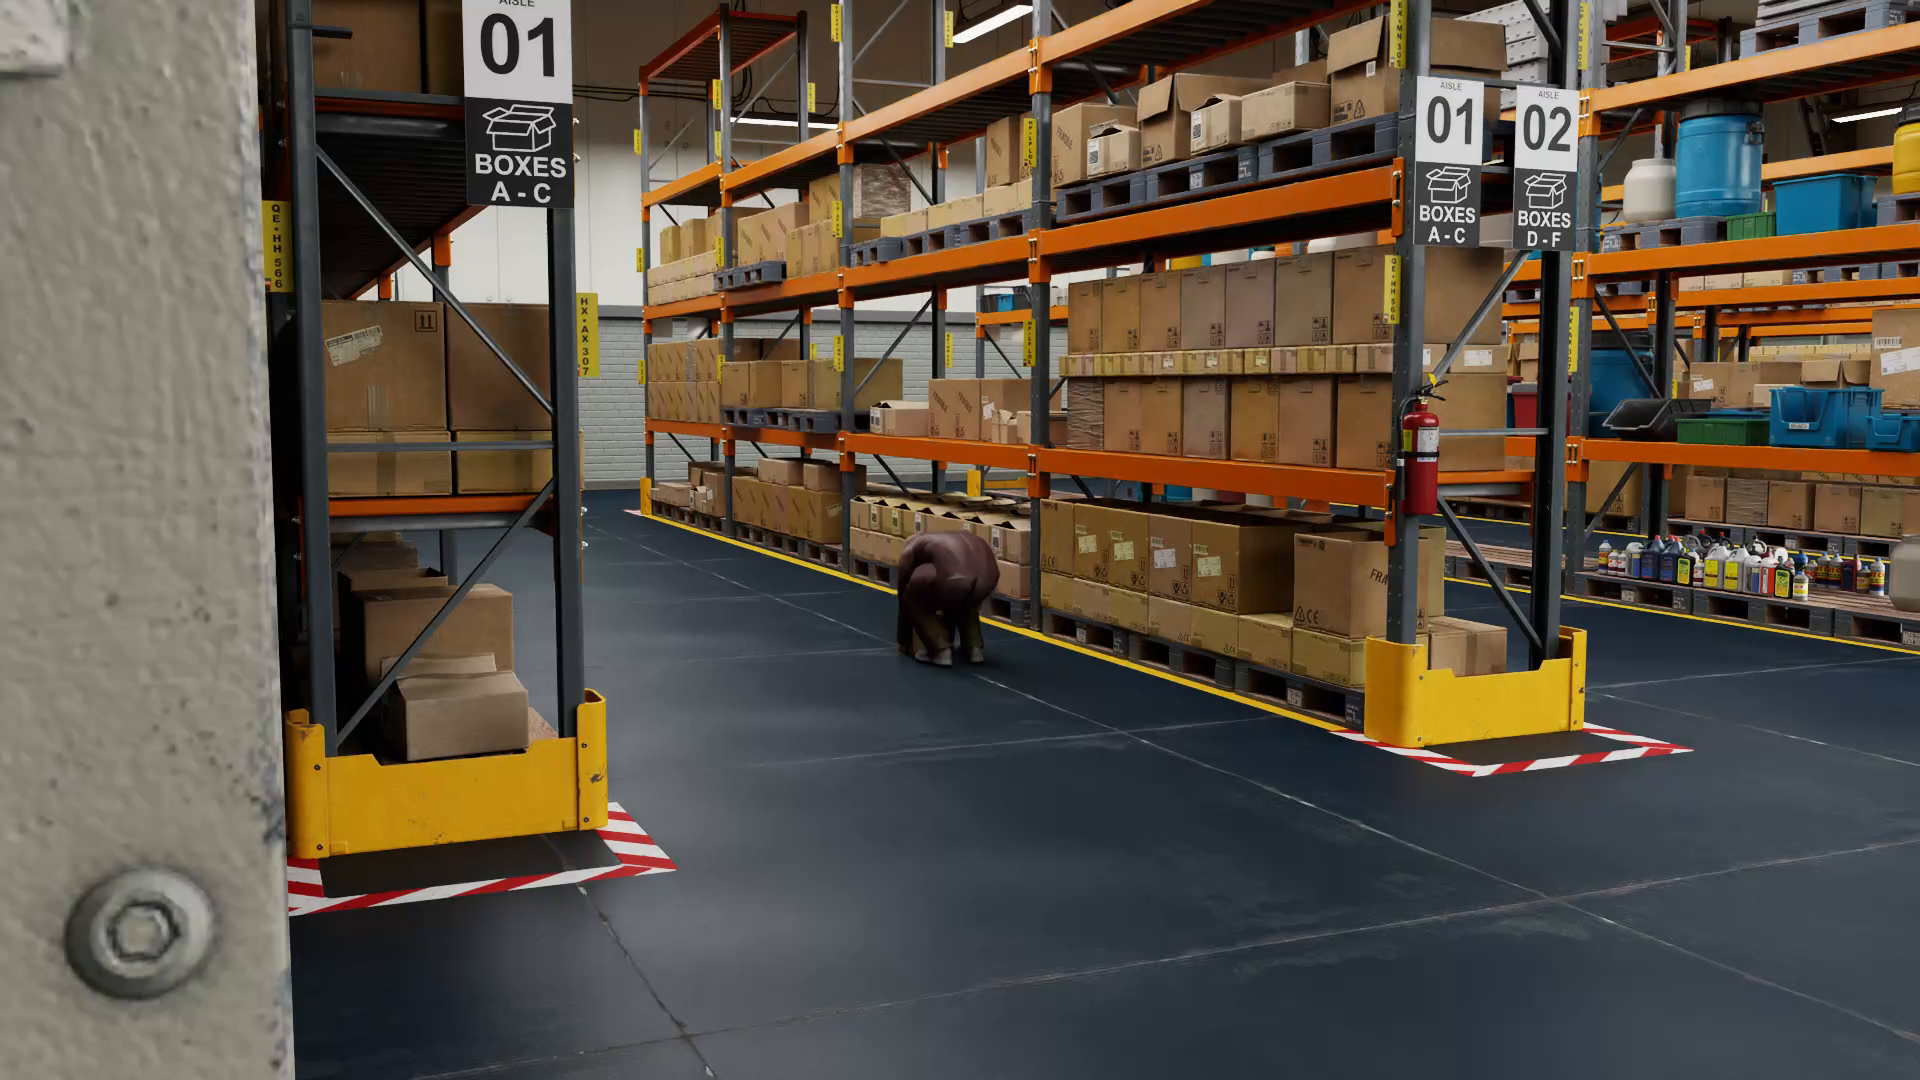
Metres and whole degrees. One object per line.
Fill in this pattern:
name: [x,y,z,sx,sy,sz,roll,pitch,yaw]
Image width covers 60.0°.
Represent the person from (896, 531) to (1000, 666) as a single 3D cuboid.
person: [-0.101,0.358,10.609,0.581,0.848,0.952,-2,6,-25]
